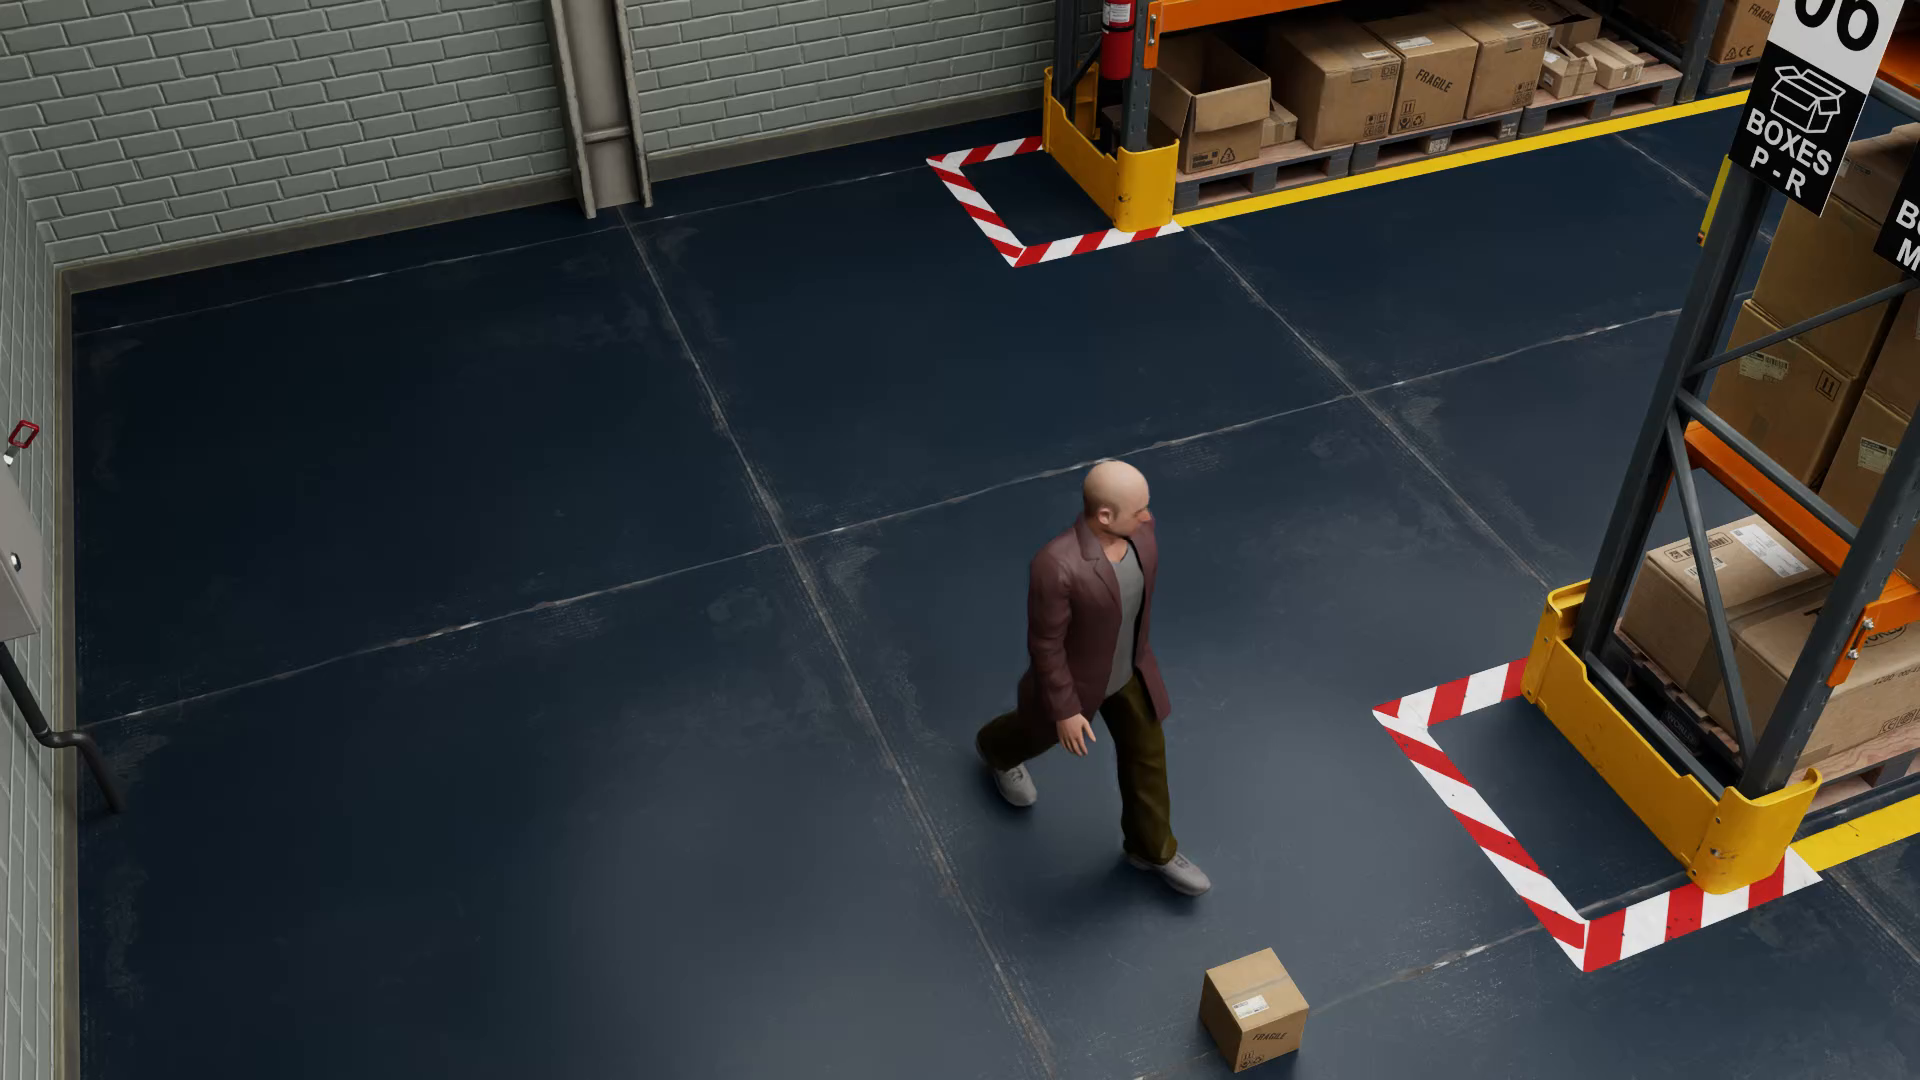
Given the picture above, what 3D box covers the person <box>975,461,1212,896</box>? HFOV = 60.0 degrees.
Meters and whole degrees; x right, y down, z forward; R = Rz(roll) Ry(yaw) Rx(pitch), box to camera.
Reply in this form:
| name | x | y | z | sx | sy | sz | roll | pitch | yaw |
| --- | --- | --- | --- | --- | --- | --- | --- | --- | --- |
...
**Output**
| name | x | y | z | sx | sy | sz | roll | pitch | yaw |
| --- | --- | --- | --- | --- | --- | --- | --- | --- | --- |
| person | 0.466 | 0.433 | 5.684 | 0.601 | 1.742 | 1.081 | -27 | 48 | -27 |
